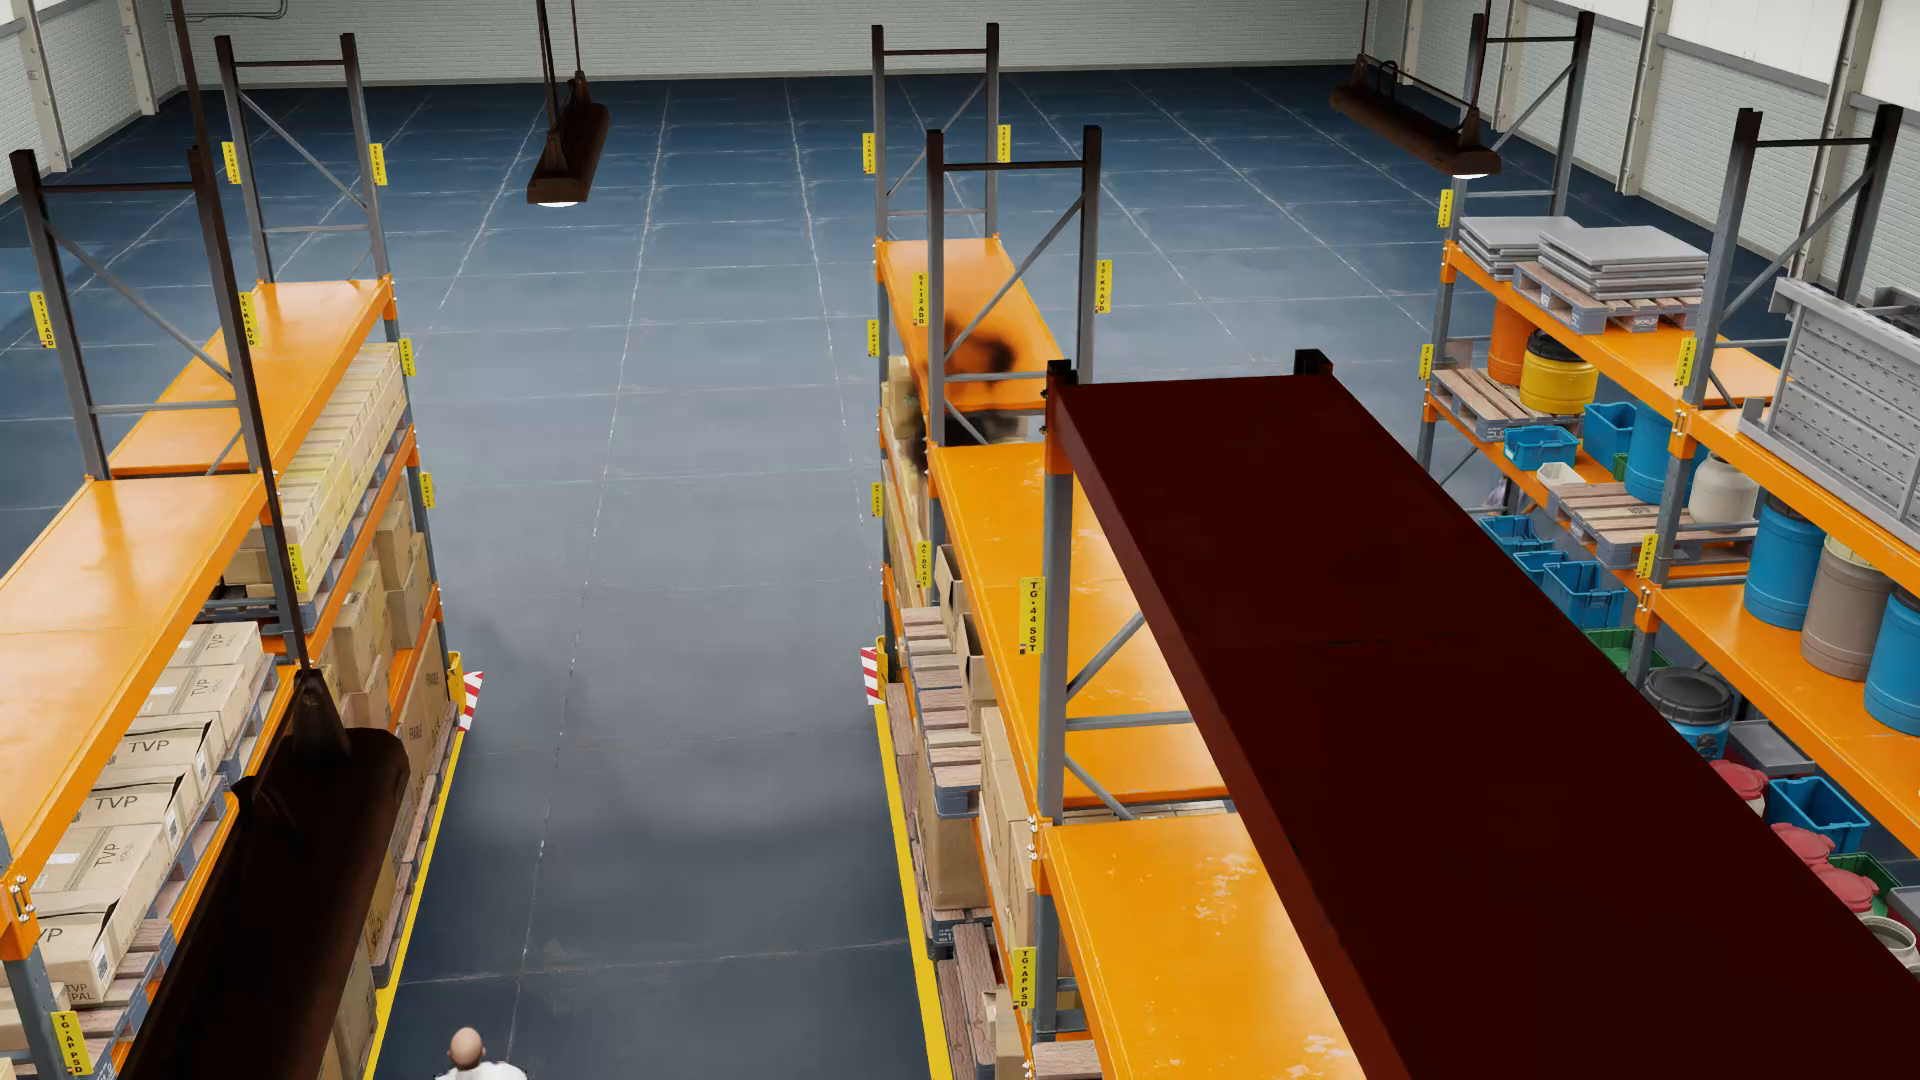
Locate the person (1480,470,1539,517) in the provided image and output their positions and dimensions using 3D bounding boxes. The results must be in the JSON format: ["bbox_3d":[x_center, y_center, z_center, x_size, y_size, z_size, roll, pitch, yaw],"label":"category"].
[{"bbox_3d":[5.465,-0.070,16.708,0.839,1.646,0.607,21,32,36],"label":"person"}]

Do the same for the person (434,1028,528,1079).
[{"bbox_3d":[-2.622,3.429,9.196,0.709,1.790,1.057,-4,26,-8],"label":"person"}]
